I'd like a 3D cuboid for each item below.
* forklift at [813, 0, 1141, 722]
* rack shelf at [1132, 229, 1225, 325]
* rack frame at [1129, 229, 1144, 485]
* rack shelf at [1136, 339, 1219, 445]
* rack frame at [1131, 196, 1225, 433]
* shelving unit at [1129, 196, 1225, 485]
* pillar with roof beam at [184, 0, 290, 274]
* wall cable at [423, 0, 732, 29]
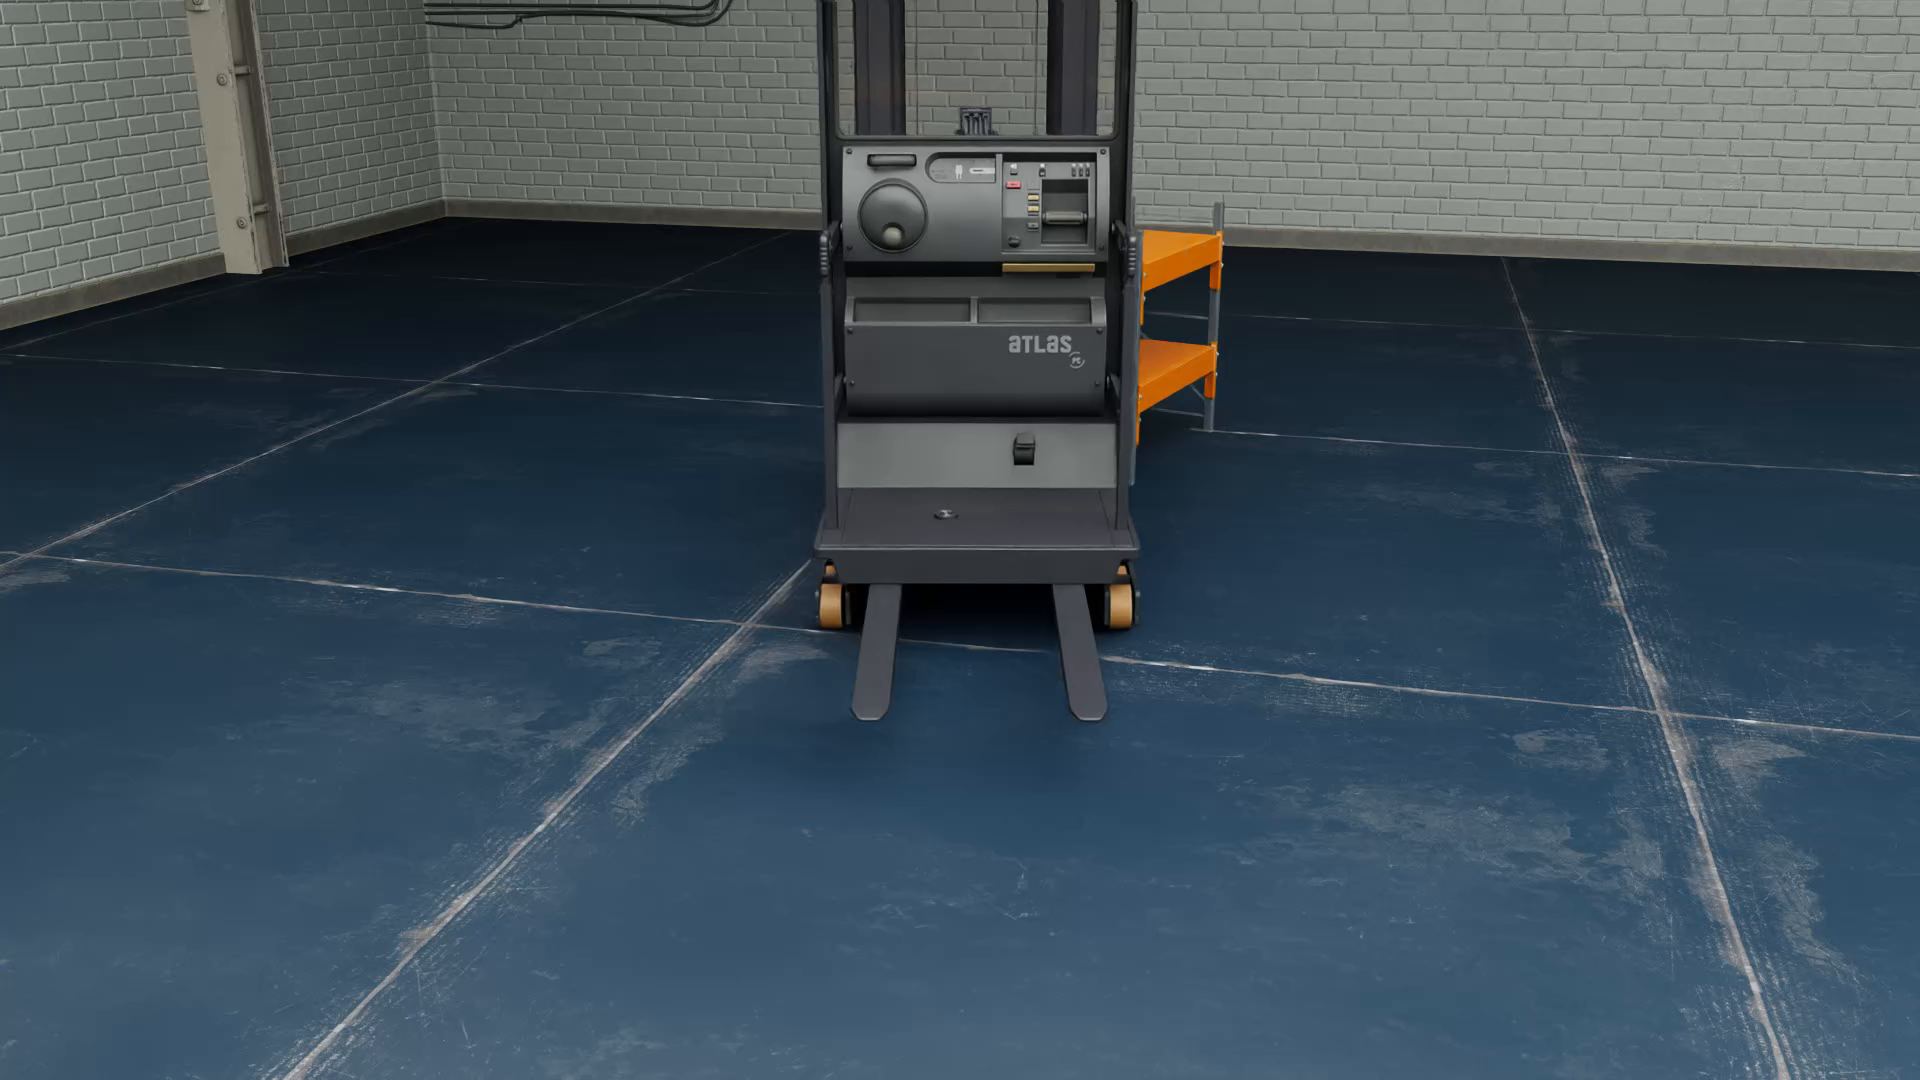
[{"bbox_3d":[0.057,-1.173,5.588,1.130,2.935,3.031,0,19,0],"label":"forklift"},{"bbox_3d":[0.793,-1.239,7.670,0.538,0.278,1.000,10,21,27],"label":"rack shelf"},{"bbox_3d":[0.553,-0.817,7.340,0.500,1.125,0.032,10,21,27],"label":"rack frame"},{"bbox_3d":[0.793,-0.731,7.844,0.538,0.278,1.000,10,21,27],"label":"rack shelf"},{"bbox_3d":[1.033,-1.107,8.189,0.500,1.125,0.032,10,21,27],"label":"rack frame"},{"bbox_3d":[0.793,-0.962,7.765,0.538,1.125,1.048,10,21,27],"label":"shelving unit"},{"bbox_3d":[-1.234,-6.002,10.339,9.100,9.000,0.400,5,19,13],"label":"pillar with roof beam"},{"bbox_3d":[-3.407,-5.692,14.234,3.097,2.526,0.112,5,19,13],"label":"wall cable"}]
